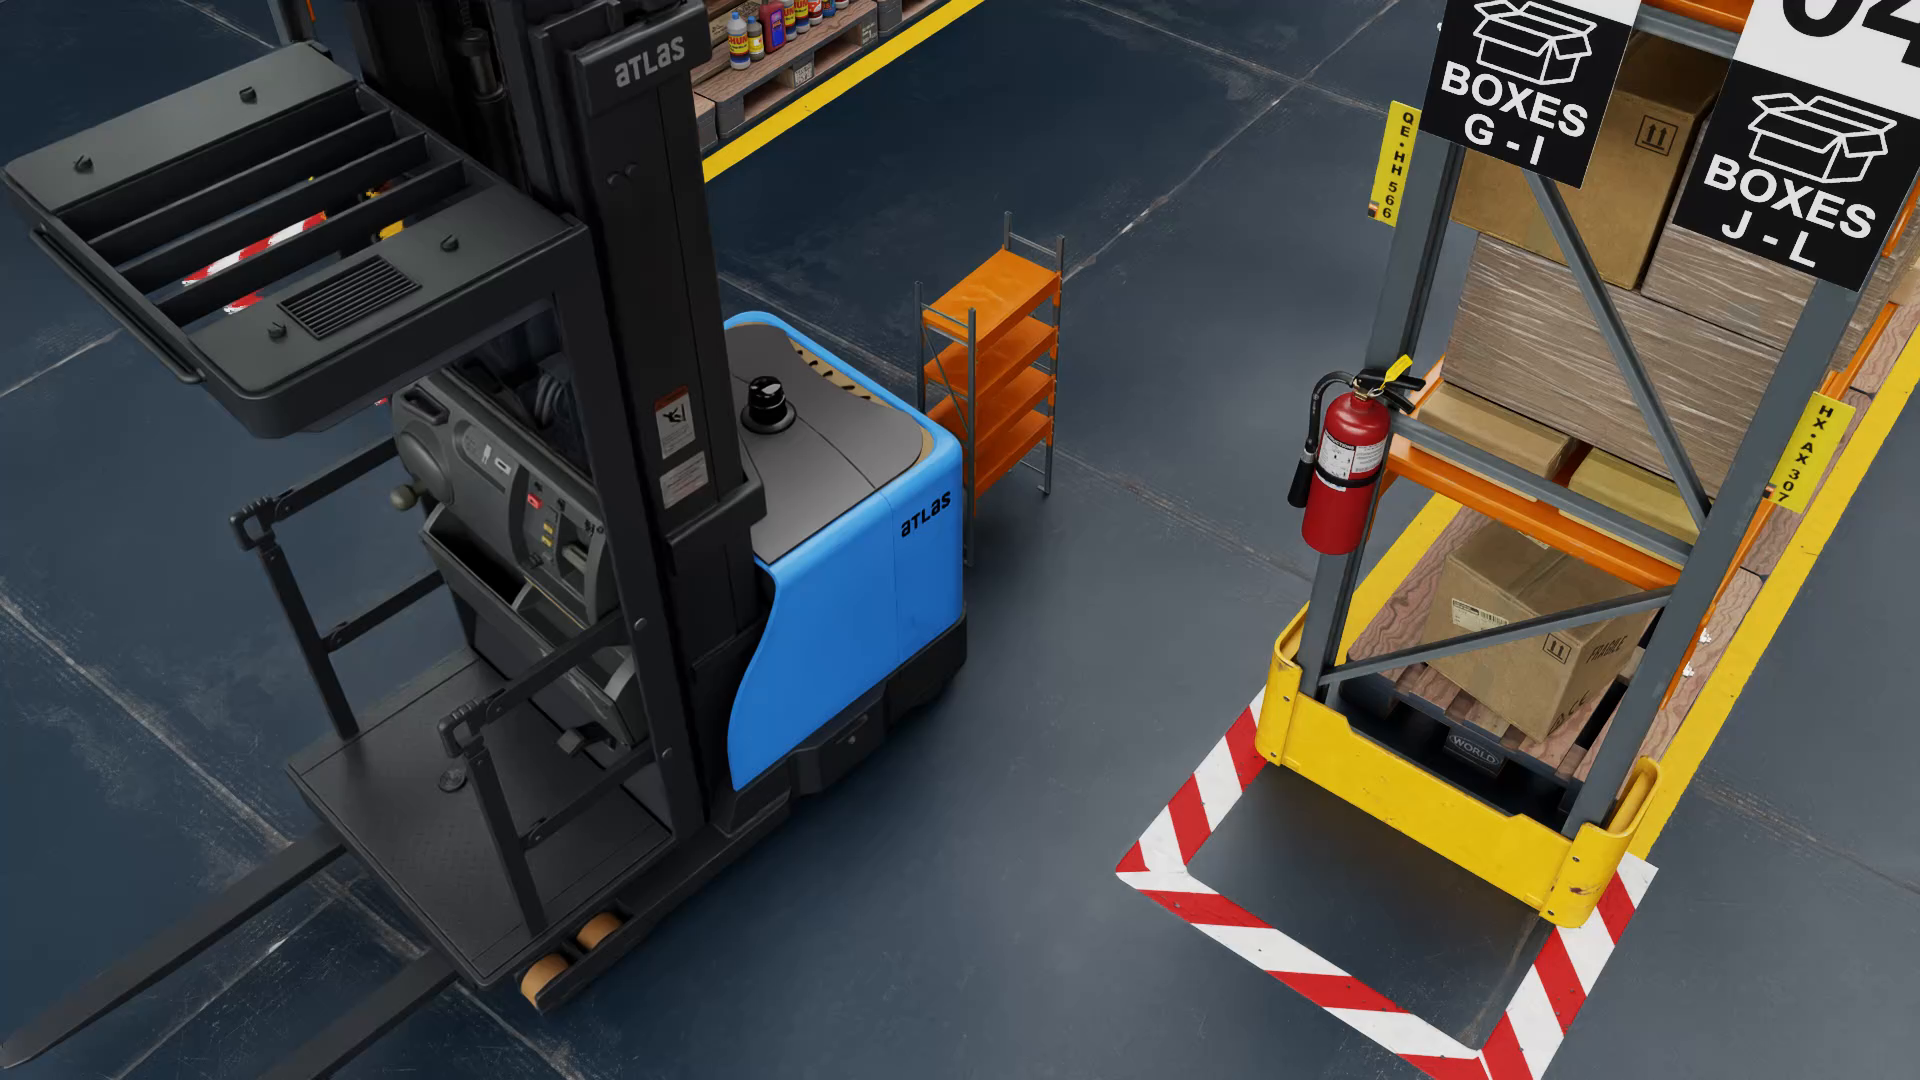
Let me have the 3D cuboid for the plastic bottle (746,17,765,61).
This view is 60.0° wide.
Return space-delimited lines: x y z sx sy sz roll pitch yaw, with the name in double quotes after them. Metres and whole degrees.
-1.016 -2.470 8.166 0.097 0.201 0.097 0 46 0 "plastic bottle"

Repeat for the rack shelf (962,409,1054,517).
0.101 -0.326 6.099 0.258 0.148 0.480 29 53 25 "rack shelf"

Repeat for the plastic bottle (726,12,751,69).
-1.079 -2.435 8.084 0.097 0.271 0.097 0 46 0 "plastic bottle"

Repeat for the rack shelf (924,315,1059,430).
0.101 -0.617 5.794 0.258 0.148 0.480 29 53 25 "rack shelf"

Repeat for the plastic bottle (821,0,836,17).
-0.685 -2.804 8.437 0.097 0.271 0.097 0 46 0 "plastic bottle"

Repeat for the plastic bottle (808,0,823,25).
-0.748 -2.721 8.406 0.097 0.201 0.097 0 46 0 "plastic bottle"

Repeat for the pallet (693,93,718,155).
-1.924 -1.889 7.909 1.003 0.211 1.213 29 53 25 "pallet"

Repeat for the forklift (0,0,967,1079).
-1.365 -0.051 4.272 1.130 2.935 3.031 35 56 29 "forklift"

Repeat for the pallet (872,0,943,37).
-0.432 -3.285 9.242 1.003 0.211 1.213 29 53 25 "pallet"

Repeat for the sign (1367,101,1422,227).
1.058 -0.902 4.018 0.100 0.325 0.005 29 53 25 "sign"

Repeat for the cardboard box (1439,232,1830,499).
1.843 -0.576 4.451 0.875 0.500 0.500 29 53 25 "cardboard box"

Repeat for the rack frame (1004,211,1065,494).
0.250 -0.649 6.040 0.240 1.200 0.015 29 53 25 "rack frame"

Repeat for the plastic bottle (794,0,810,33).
-0.808 -2.688 8.326 0.097 0.271 0.097 0 46 0 "plastic bottle"

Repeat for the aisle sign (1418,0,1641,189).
1.210 -1.131 3.458 0.394 0.787 0.004 29 53 25 "aisle sign"

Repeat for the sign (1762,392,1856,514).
1.915 -0.195 3.763 0.100 0.325 0.005 29 53 25 "sign"

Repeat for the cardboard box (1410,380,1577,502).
1.496 -0.303 4.639 0.380 0.149 0.250 29 53 25 "cardboard box"

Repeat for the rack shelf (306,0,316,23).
-1.211 -3.222 7.750 1.077 0.370 4.000 29 53 25 "rack shelf"

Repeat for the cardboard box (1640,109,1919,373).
2.037 -0.813 3.986 0.500 0.500 0.500 29 53 25 "cardboard box"

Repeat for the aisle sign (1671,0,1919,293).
1.685 -0.866 3.205 0.394 0.787 0.004 29 53 25 "aisle sign"

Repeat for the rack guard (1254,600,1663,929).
1.532 0.684 5.251 1.175 0.500 0.348 29 53 25 "rack guard"

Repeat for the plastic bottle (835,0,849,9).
-0.622 -2.838 8.518 0.097 0.201 0.097 0 46 0 "plastic bottle"

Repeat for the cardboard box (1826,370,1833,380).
2.476 -0.670 4.989 0.380 0.149 0.250 29 53 25 "cardboard box"

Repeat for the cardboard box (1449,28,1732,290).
1.626 -1.043 4.205 0.500 0.500 0.500 29 53 25 "cardboard box"

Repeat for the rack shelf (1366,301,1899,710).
2.708 -1.032 5.659 1.077 0.370 4.000 29 53 25 "rack shelf"

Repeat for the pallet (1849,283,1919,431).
3.548 -1.062 7.118 1.003 0.211 1.213 29 53 25 "pallet"

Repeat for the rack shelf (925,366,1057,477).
0.101 -0.463 5.955 0.258 0.148 0.480 29 53 25 "rack shelf"

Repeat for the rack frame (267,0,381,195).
-2.434 -2.326 6.397 1.000 3.000 0.127 29 53 25 "rack frame"

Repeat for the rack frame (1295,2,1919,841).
1.485 -0.136 4.305 1.000 3.000 0.127 29 53 25 "rack frame"

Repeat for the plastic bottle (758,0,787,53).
-0.926 -2.560 8.196 0.061 0.283 0.133 30 53 26 "plastic bottle"

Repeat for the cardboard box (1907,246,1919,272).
2.348 -1.096 4.256 0.500 0.500 0.500 29 53 25 "cardboard box"

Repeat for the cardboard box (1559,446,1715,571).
1.848 -0.107 4.451 0.380 0.149 0.250 29 53 25 "cardboard box"

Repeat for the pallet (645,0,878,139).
-1.178 -2.584 8.573 1.003 0.211 1.213 29 53 25 "pallet"

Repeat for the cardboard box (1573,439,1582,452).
1.649 -0.446 4.776 0.380 0.149 0.250 29 53 25 "cardboard box"

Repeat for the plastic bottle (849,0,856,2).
-0.572 -2.944 8.567 0.152 0.276 0.135 30 53 26 "plastic bottle"

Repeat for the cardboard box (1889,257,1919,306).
2.842 -0.922 5.230 0.380 0.149 0.250 29 53 25 "cardboard box"

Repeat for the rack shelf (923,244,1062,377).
0.101 -0.781 5.622 0.258 0.148 0.480 29 53 25 "rack shelf"

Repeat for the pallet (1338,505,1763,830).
2.056 0.335 5.784 1.003 0.211 1.213 29 53 25 "pallet"

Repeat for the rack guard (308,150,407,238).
-2.425 -1.526 7.362 1.175 0.500 0.348 29 53 25 "rack guard"

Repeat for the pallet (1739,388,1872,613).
2.803 -0.360 6.448 1.003 0.211 1.213 29 53 25 "pallet"

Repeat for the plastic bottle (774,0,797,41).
-0.870 -2.631 8.271 0.097 0.271 0.097 0 46 0 "plastic bottle"

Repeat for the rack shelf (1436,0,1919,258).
2.708 -2.068 4.574 1.077 0.370 4.000 29 53 25 "rack shelf"

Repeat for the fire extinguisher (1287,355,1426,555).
1.050 -0.247 4.465 0.296 0.674 0.183 29 53 25 "fire extinguisher"

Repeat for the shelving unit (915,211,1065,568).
0.101 -0.509 5.907 0.258 1.200 0.503 29 53 25 "shelving unit"

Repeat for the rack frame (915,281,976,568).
-0.048 -0.370 5.773 0.240 1.200 0.015 29 53 25 "rack frame"

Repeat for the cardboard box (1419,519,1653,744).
1.880 0.233 5.392 0.500 0.500 0.500 -33 54 -27 "cardboard box"
